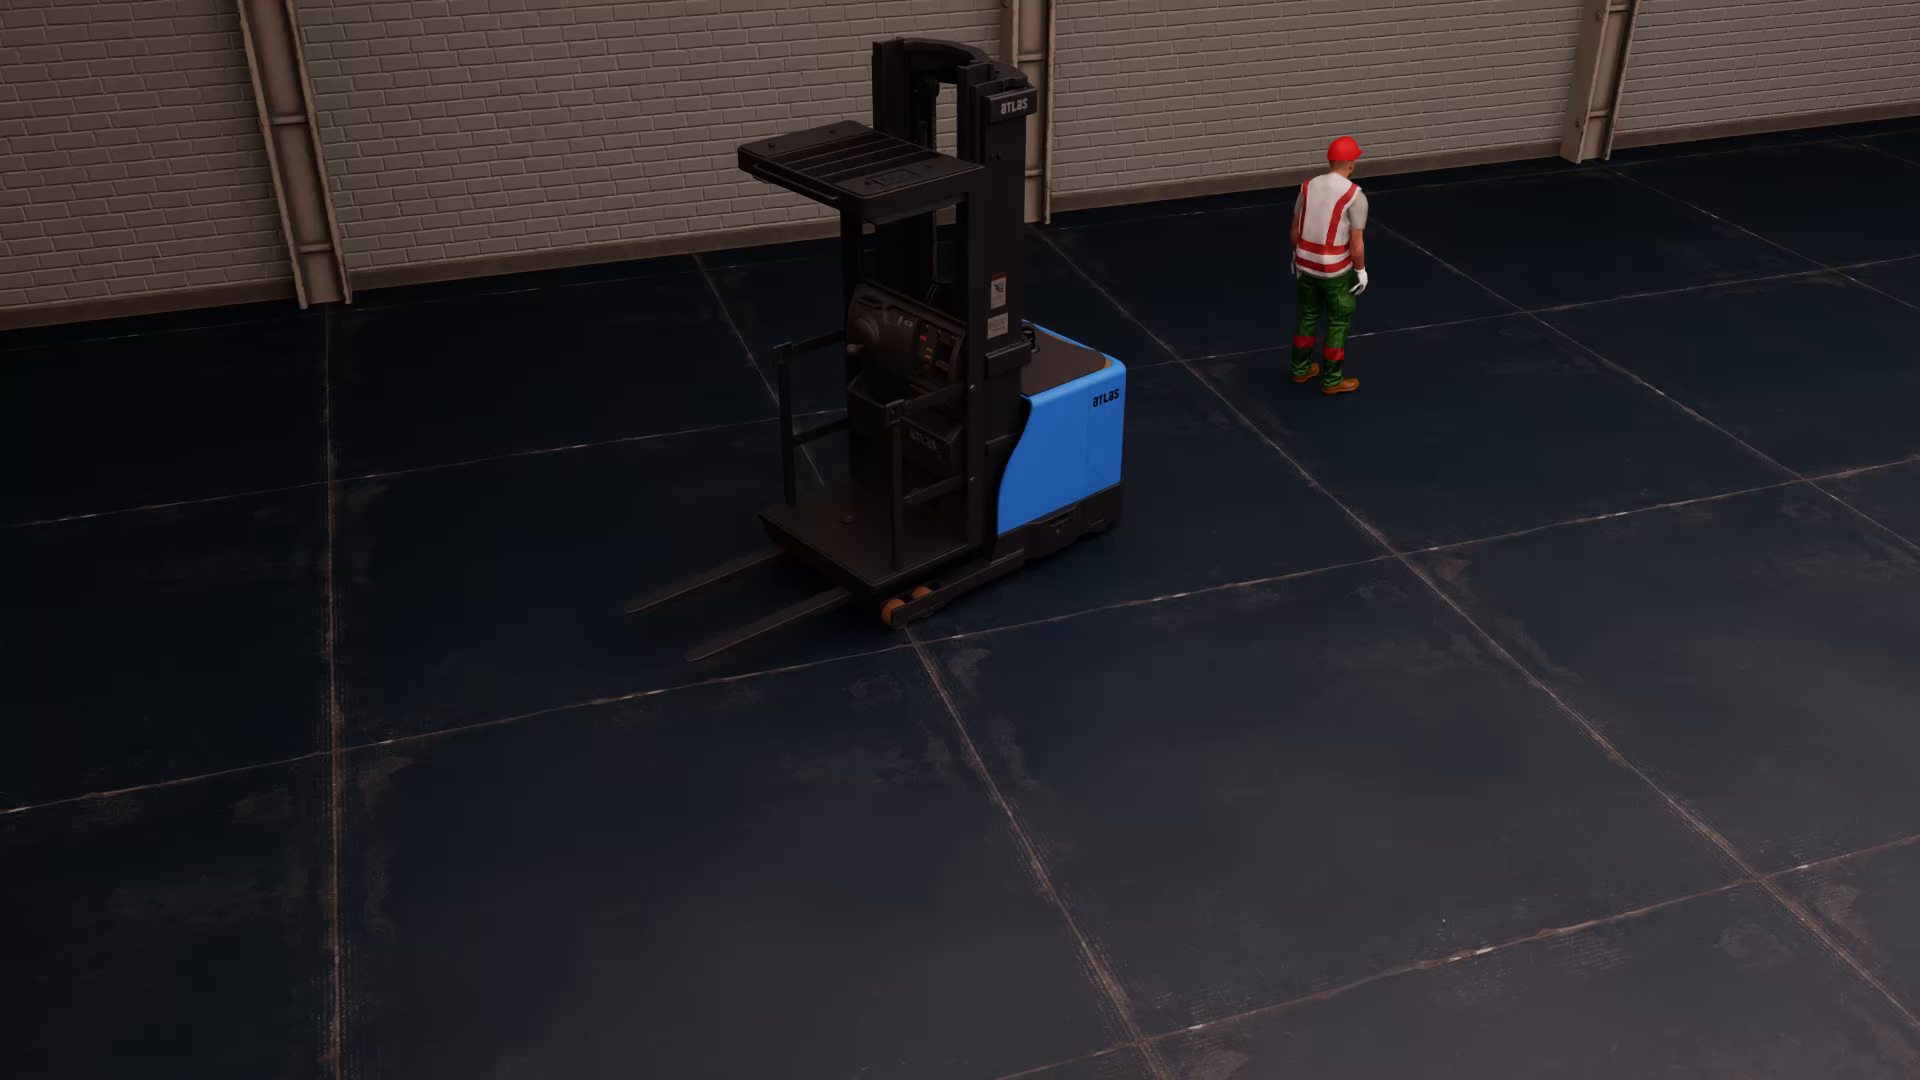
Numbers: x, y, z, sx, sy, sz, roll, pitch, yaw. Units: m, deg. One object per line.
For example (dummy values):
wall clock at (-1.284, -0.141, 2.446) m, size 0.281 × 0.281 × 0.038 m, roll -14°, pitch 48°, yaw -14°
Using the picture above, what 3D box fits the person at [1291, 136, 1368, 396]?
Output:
person at (2.563, -1.905, 11.558) m, size 0.451 × 1.778 × 0.611 m, roll -25°, pitch 38°, yaw -36°

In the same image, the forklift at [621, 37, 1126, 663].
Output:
forklift at (-0.461, -1.072, 8.951) m, size 3.031 × 2.935 × 1.130 m, roll -23°, pitch 37°, yaw -34°
